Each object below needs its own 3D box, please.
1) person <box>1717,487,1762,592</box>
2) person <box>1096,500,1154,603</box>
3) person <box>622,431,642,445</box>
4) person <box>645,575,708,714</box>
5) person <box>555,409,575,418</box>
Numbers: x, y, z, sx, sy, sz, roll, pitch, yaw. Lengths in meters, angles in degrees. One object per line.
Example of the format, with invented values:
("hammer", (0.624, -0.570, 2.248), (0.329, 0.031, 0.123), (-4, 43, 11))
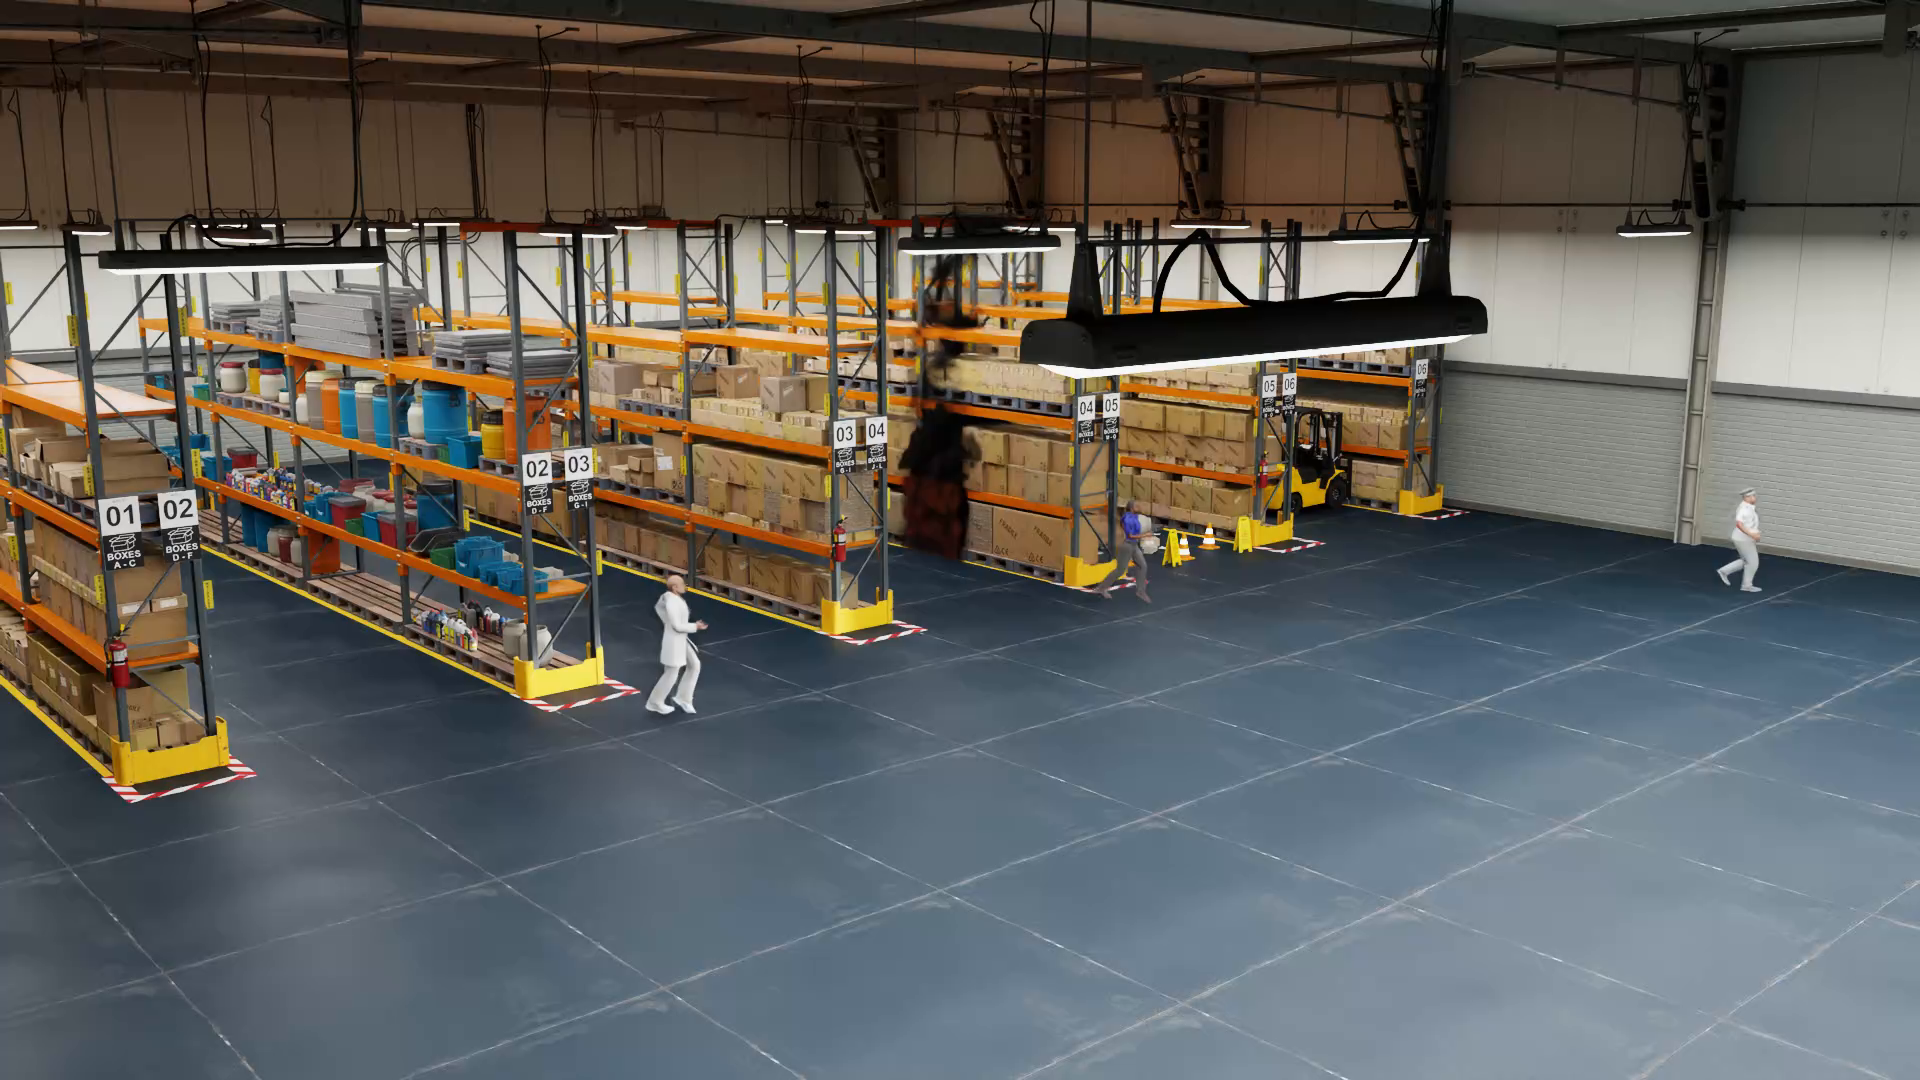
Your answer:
("person", (12.996, -0.025, 27.565), (0.681, 1.750, 0.690), (5, 12, 22))
("person", (2.682, 0.177, 26.845), (0.895, 1.702, 0.586), (4, 12, 18))
("person", (-8.149, -2.775, 41.450), (0.698, 1.697, 0.644), (1, 11, 3))
("person", (-3.552, 1.345, 20.831), (0.817, 1.856, 0.729), (-1, 11, -4))
("person", (-9.498, -2.504, 39.863), (0.703, 1.789, 0.822), (2, 12, 11))
